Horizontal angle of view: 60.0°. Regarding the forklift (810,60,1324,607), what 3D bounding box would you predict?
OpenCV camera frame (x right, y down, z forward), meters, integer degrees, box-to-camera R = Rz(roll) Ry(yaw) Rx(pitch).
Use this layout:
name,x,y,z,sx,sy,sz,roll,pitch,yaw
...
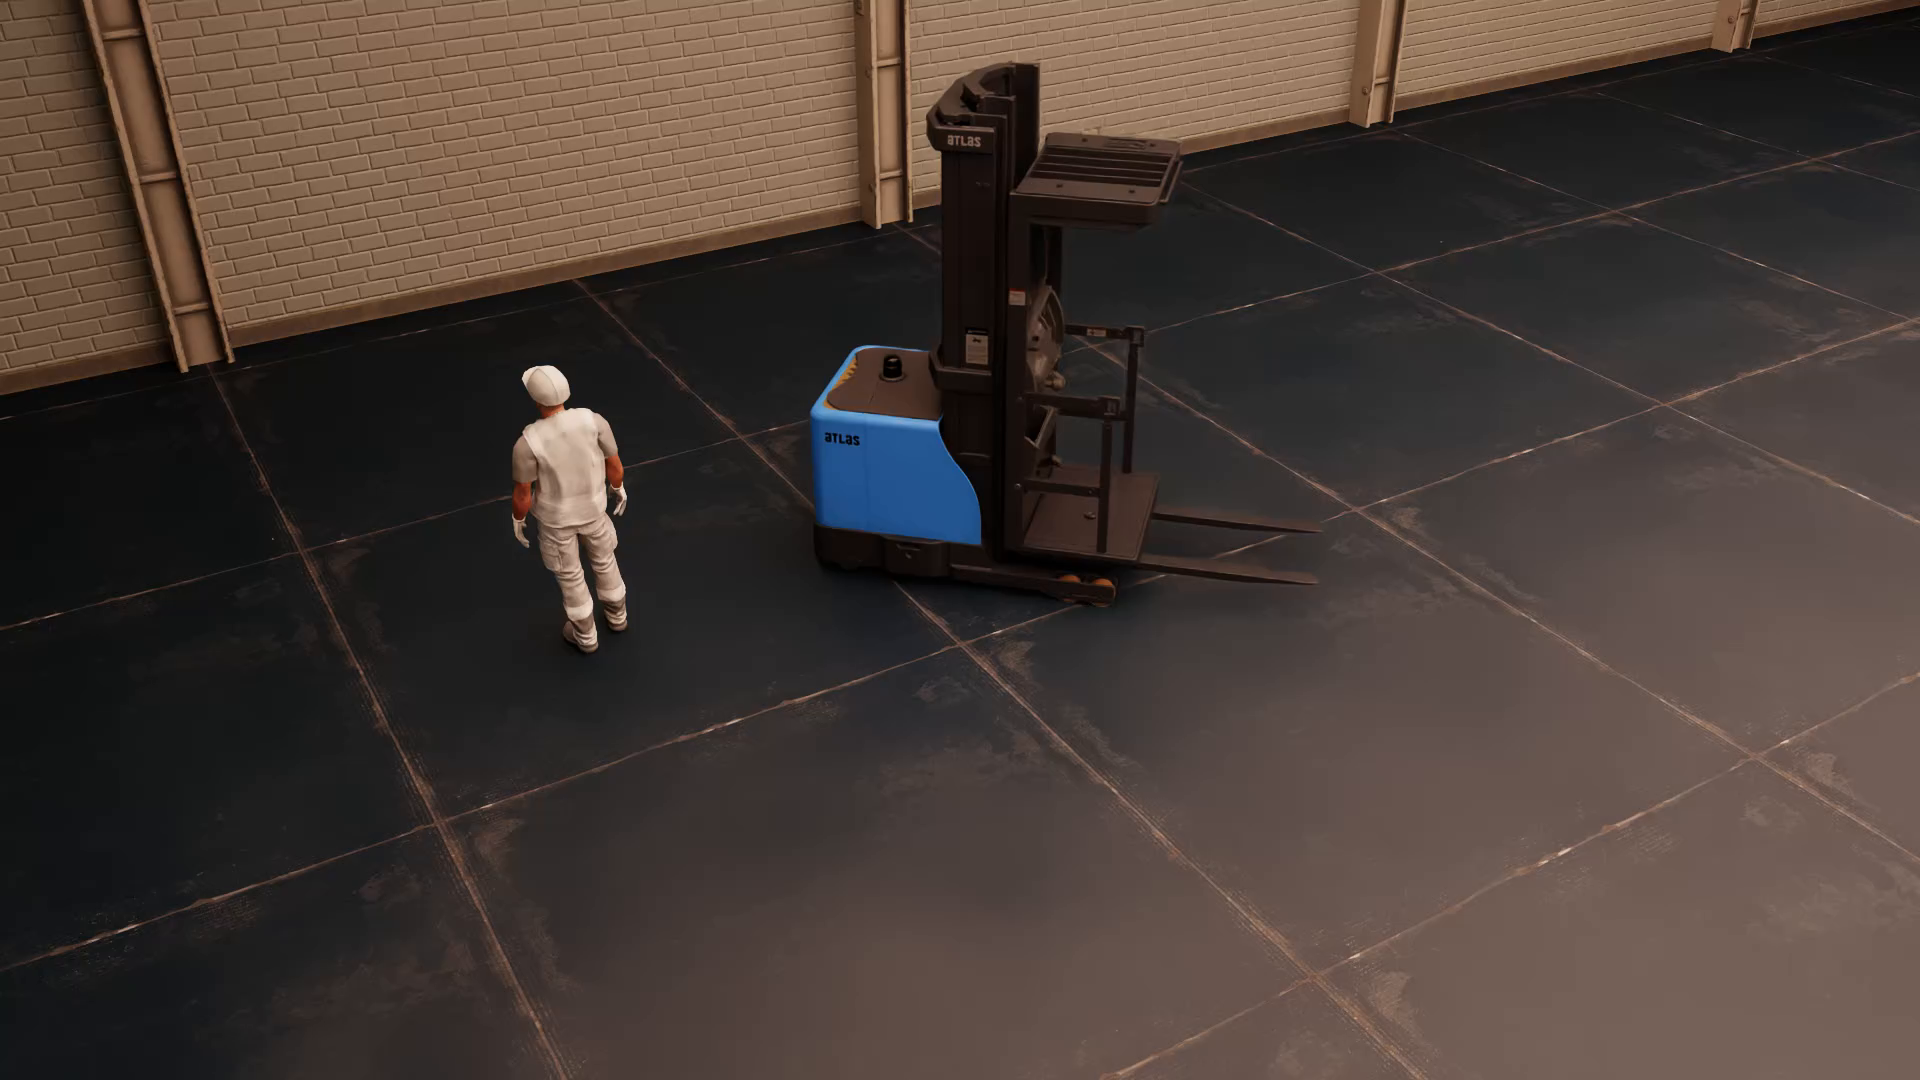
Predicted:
name,x,y,z,sx,sy,sz,roll,pitch,yaw
forklift,0.682,-1.161,9.586,3.031,2.935,1.130,7,32,11

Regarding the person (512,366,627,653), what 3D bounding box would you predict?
name,x,y,z,sx,sy,sz,roll,pitch,yaw
person,-2.139,-0.191,9.062,0.637,1.786,0.566,-17,35,-25
